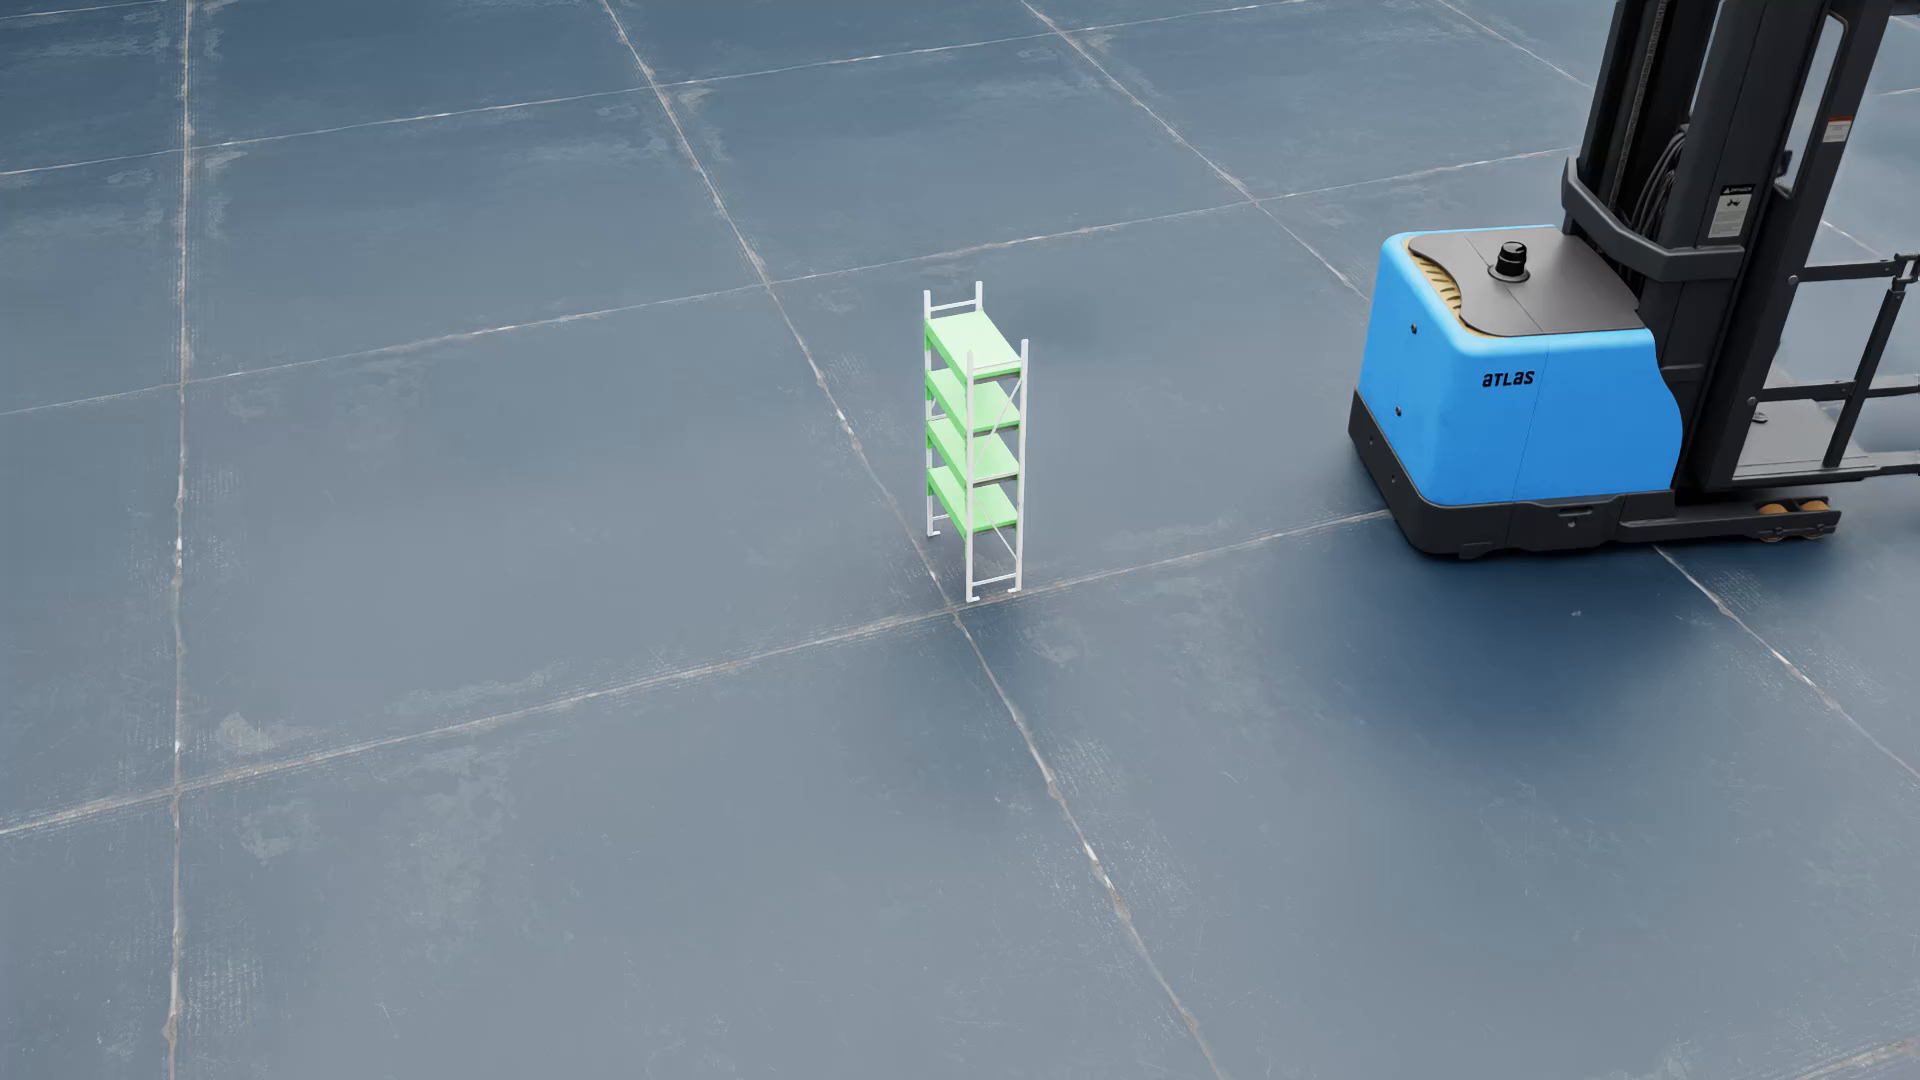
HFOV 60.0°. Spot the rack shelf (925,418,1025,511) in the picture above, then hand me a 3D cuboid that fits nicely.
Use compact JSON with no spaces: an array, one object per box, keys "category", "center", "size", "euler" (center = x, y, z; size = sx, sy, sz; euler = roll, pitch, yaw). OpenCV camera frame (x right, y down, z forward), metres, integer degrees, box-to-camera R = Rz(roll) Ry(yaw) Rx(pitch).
[{"category":"rack shelf","center":[0.057,-0.335,6.803],"size":[0.258,0.148,0.480],"euler":[-12,39,-16]}]

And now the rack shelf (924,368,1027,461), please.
[{"category":"rack shelf","center":[0.057,-0.526,6.659],"size":[0.258,0.148,0.480],"euler":[-12,39,-16]}]

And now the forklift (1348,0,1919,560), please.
[{"category":"forklift","center":[3.376,-1.474,6.770],"size":[3.031,2.935,1.130],"euler":[-4,37,-6]}]

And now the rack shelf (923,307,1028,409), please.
[{"category":"rack shelf","center":[0.057,-0.718,6.515],"size":[0.258,0.148,0.480],"euler":[-12,39,-16]}]

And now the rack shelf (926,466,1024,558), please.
[{"category":"rack shelf","center":[0.057,-0.143,6.948],"size":[0.258,0.148,0.480],"euler":[-12,39,-16]}]

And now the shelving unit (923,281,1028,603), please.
[{"category":"shelving unit","center":[0.057,-0.386,6.765],"size":[0.258,1.200,0.503],"euler":[-12,39,-16]}]

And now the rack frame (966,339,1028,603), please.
[{"category":"rack frame","center":[0.141,-0.248,6.582],"size":[0.240,1.200,0.015],"euler":[-12,39,-16]}]

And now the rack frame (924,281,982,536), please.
[{"category":"rack frame","center":[-0.027,-0.524,6.948],"size":[0.240,1.200,0.015],"euler":[-12,39,-16]}]
